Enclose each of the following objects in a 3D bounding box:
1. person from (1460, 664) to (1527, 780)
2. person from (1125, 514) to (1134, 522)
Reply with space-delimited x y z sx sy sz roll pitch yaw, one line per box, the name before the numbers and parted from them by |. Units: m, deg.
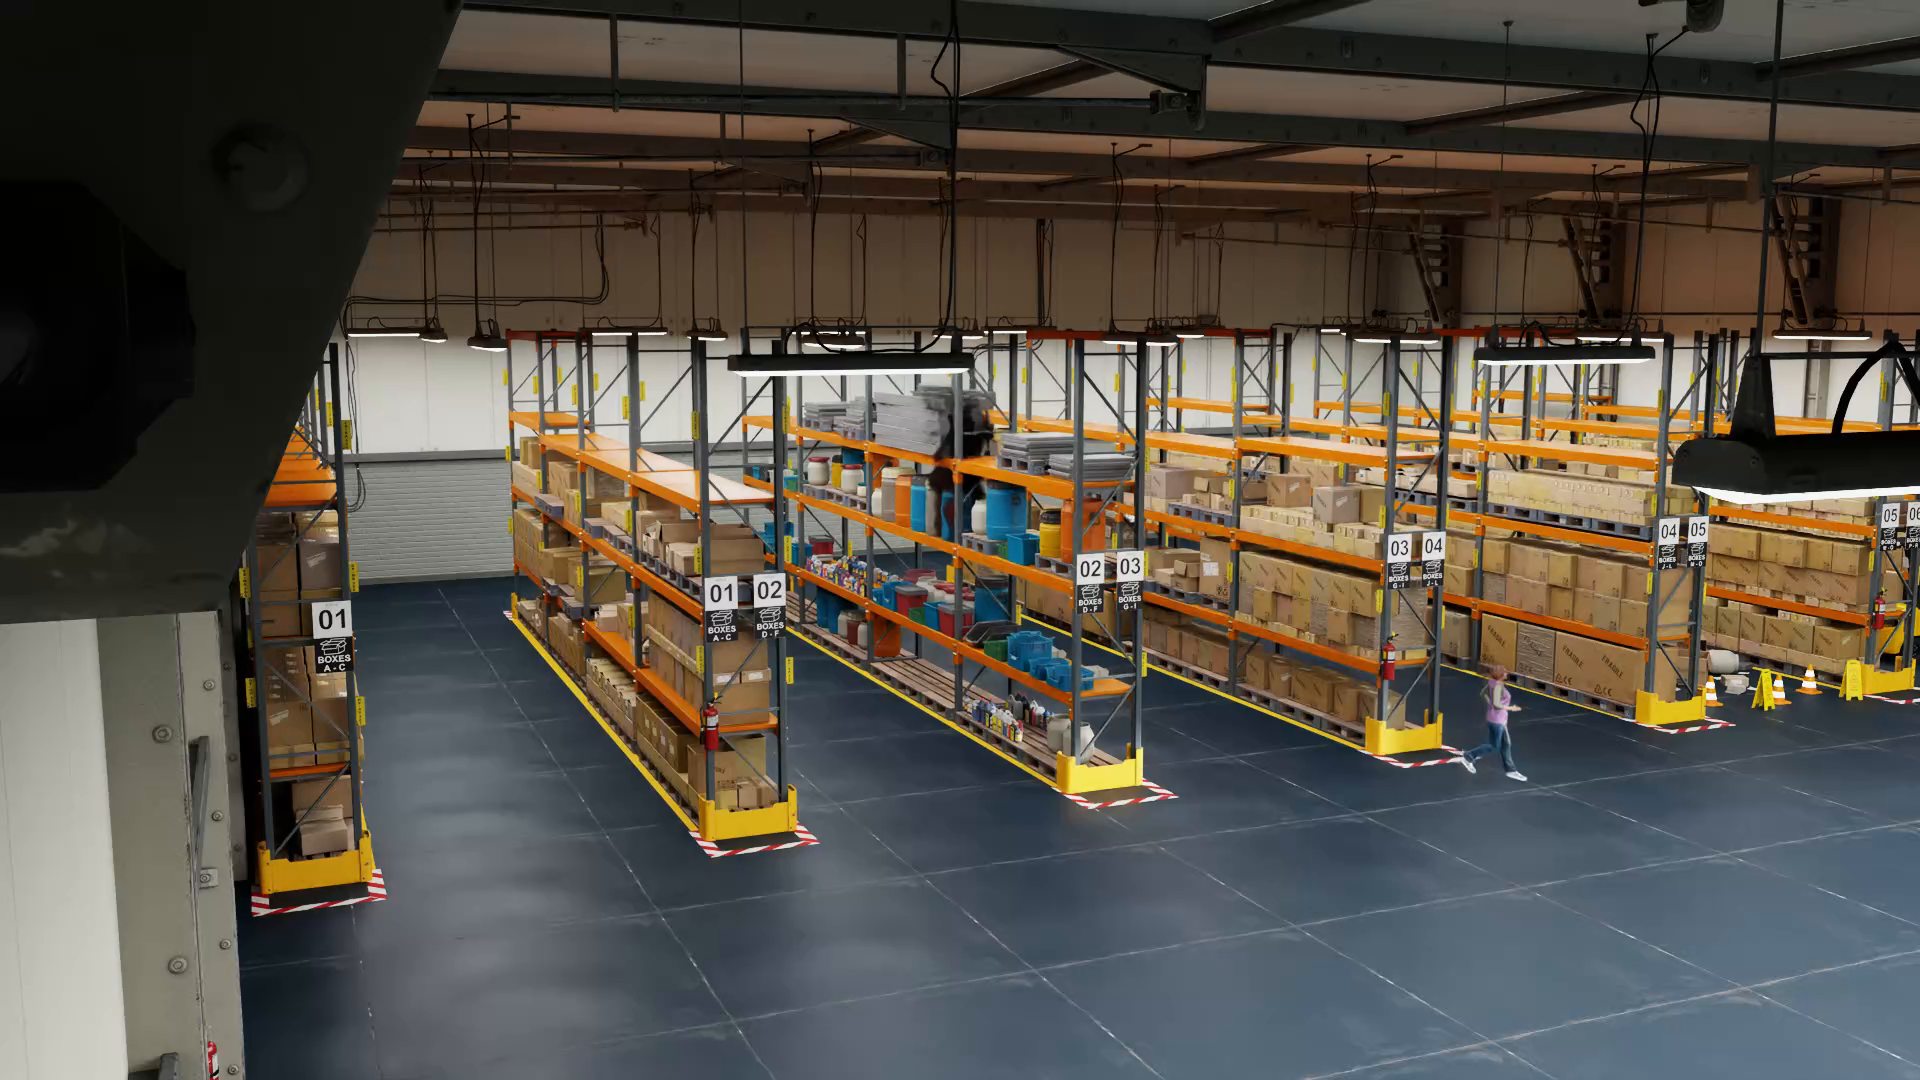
person | 7.280 2.470 22.566 0.851 1.595 0.547 2 8 15
person | 4.241 -0.117 41.193 0.585 1.737 0.686 -6 10 -37
